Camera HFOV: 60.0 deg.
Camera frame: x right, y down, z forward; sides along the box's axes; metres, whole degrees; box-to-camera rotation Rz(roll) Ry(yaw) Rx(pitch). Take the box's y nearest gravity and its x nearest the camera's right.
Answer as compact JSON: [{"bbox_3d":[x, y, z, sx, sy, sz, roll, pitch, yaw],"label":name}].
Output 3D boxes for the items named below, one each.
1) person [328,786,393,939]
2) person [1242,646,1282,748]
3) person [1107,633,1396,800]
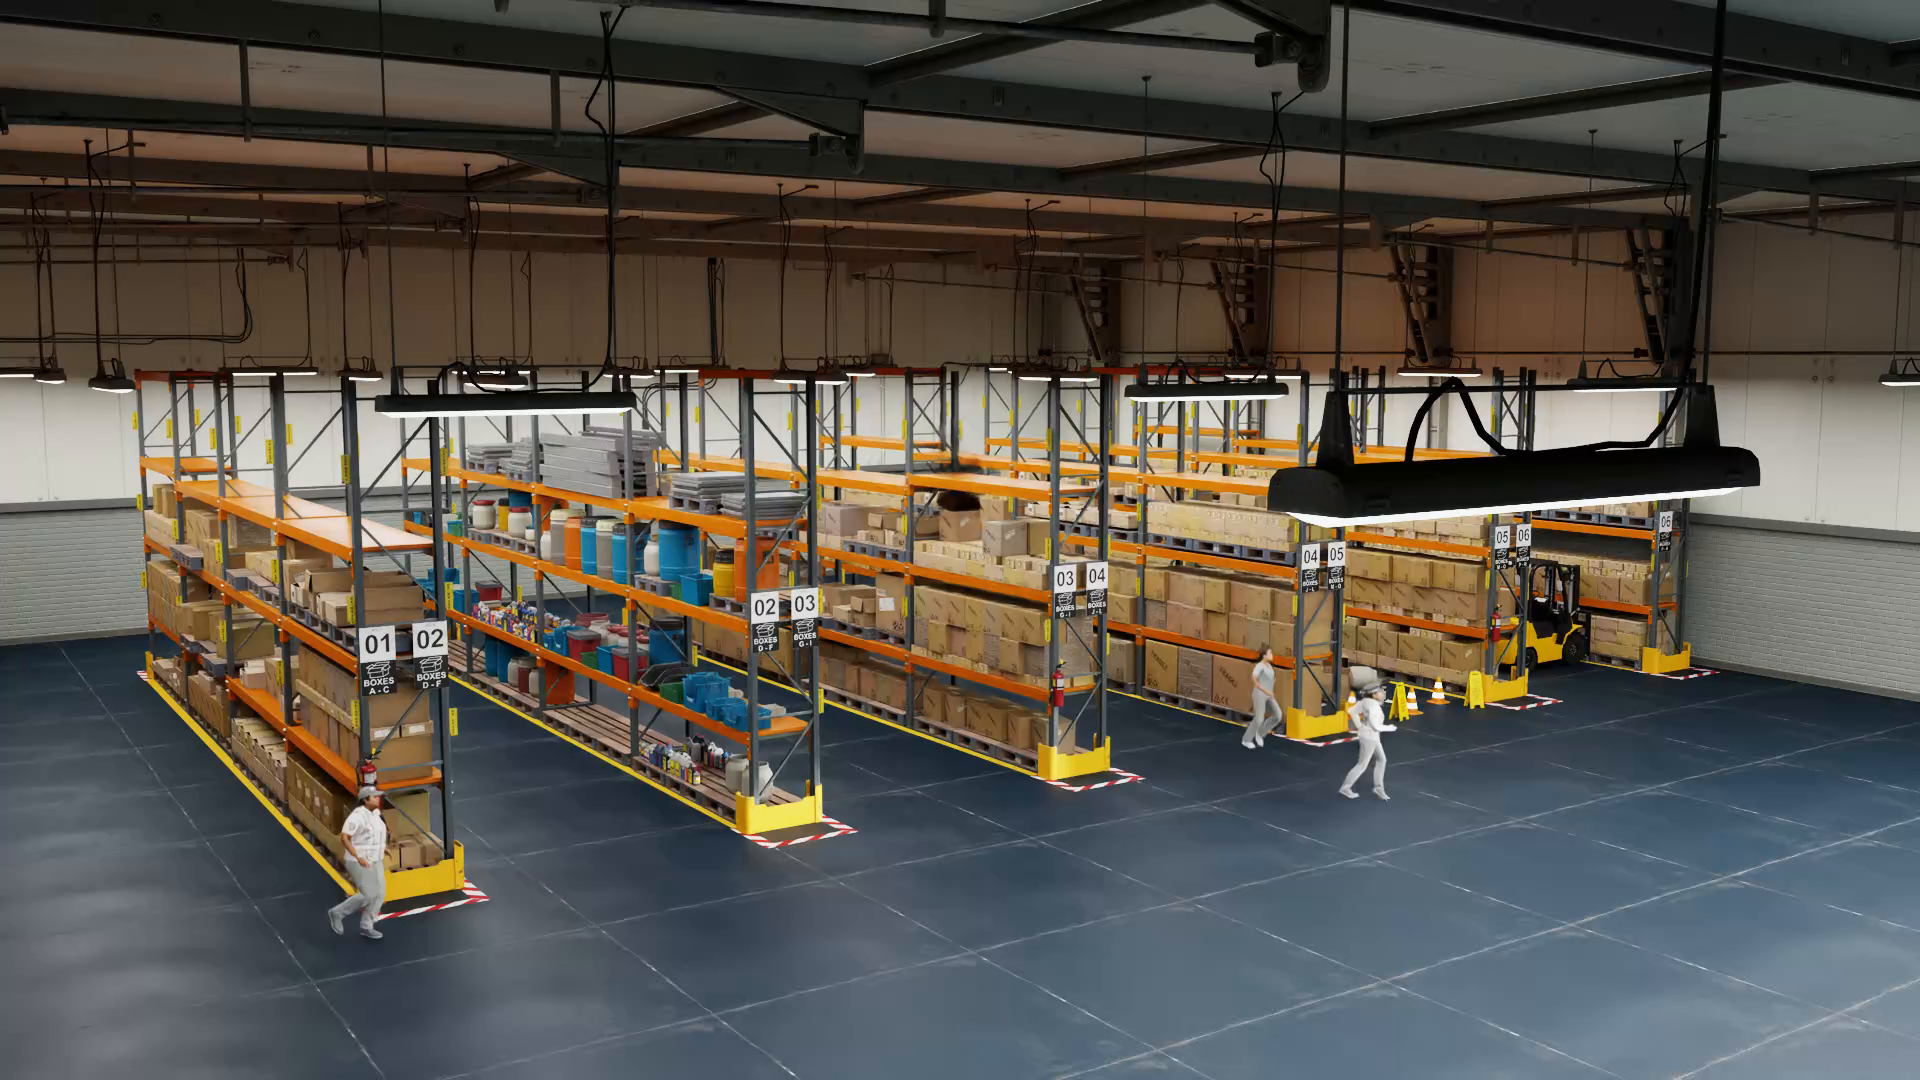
[{"bbox_3d":[-6.519,3.492,18.156,0.570,1.614,0.689,1,7,9],"label":"person"},{"bbox_3d":[4.900,2.513,26.698,0.591,1.617,0.623,6,9,42],"label":"person"},{"bbox_3d":[4.153,2.581,24.228,4.132,2.127,1.741,1,6,6],"label":"person"}]
